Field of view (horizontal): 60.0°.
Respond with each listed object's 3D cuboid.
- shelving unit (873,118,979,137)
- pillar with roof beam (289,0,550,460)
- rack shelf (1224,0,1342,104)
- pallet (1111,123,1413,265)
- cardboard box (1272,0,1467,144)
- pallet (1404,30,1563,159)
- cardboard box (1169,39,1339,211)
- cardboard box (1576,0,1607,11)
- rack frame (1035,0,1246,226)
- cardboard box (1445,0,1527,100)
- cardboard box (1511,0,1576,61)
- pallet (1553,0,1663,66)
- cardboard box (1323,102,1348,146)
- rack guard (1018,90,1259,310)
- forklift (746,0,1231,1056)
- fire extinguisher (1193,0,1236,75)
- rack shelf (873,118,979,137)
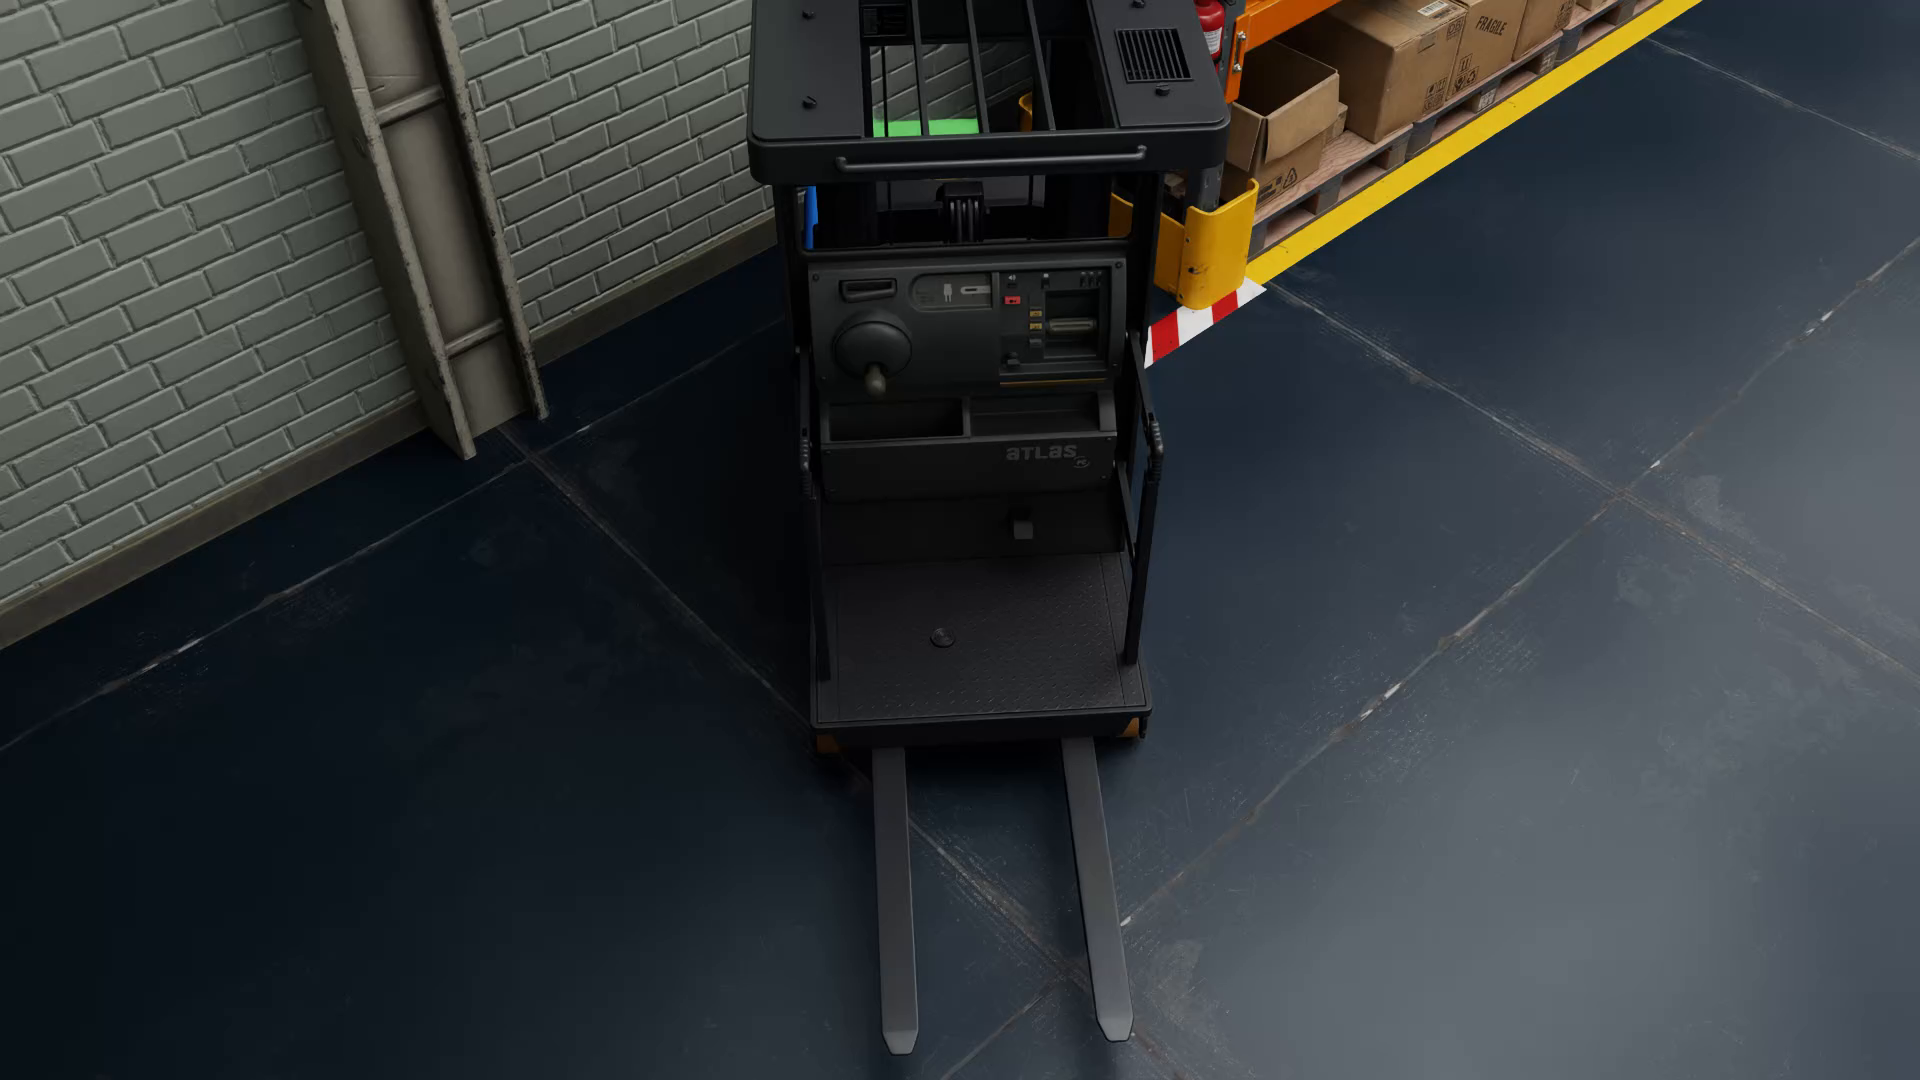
[{"bbox_3d":[-0.157,-1.161,6.502,0.503,1.200,0.258,-3,48,-3],"label":"shelving unit"},{"bbox_3d":[0.992,-1.203,1.237,0.400,9.000,9.100,-34,56,-27],"label":"pillar with roof beam"},{"bbox_3d":[2.177,-3.098,7.557,4.000,0.370,1.077,-34,56,-27],"label":"rack shelf"},{"bbox_3d":[1.342,-1.839,7.804,1.213,0.211,1.003,-34,56,-27],"label":"pallet"},{"bbox_3d":[1.872,-2.300,7.746,0.500,0.500,0.700,-32,55,-26],"label":"cardboard box"},{"bbox_3d":[2.245,-2.439,8.357,1.213,0.211,1.003,-34,56,-27],"label":"pallet"},{"bbox_3d":[1.213,-1.899,7.374,0.637,0.503,0.797,-36,57,-28],"label":"cardboard box"},{"bbox_3d":[3.178,-2.934,8.491,0.258,0.266,0.396,-32,55,-26],"label":"cardboard box"},{"bbox_3d":[0.697,-2.353,6.380,0.127,3.000,1.000,-34,56,-27],"label":"rack frame"},{"bbox_3d":[2.330,-2.507,7.937,0.500,0.500,0.500,-33,55,-27],"label":"cardboard box"},{"bbox_3d":[2.640,-2.813,8.220,0.500,0.500,0.700,-36,57,-28],"label":"cardboard box"},{"bbox_3d":[3.148,-3.046,8.917,1.213,0.211,1.003,-34,56,-27],"label":"pallet"},{"bbox_3d":[1.554,-1.968,7.679,0.250,0.149,0.380,-36,57,-28],"label":"cardboard box"},{"bbox_3d":[0.753,-1.543,7.333,0.348,0.500,1.175,-34,56,-27],"label":"rack guard"},{"bbox_3d":[0.041,-0.536,4.750,1.130,2.935,3.031,-3,47,-3],"label":"forklift"},{"bbox_3d":[0.899,-1.876,6.246,0.183,0.674,0.296,-34,56,-27],"label":"fire extinguisher"},{"bbox_3d":[-0.156,-1.439,6.193,0.480,0.148,0.258,-3,48,-3],"label":"rack shelf"}]
